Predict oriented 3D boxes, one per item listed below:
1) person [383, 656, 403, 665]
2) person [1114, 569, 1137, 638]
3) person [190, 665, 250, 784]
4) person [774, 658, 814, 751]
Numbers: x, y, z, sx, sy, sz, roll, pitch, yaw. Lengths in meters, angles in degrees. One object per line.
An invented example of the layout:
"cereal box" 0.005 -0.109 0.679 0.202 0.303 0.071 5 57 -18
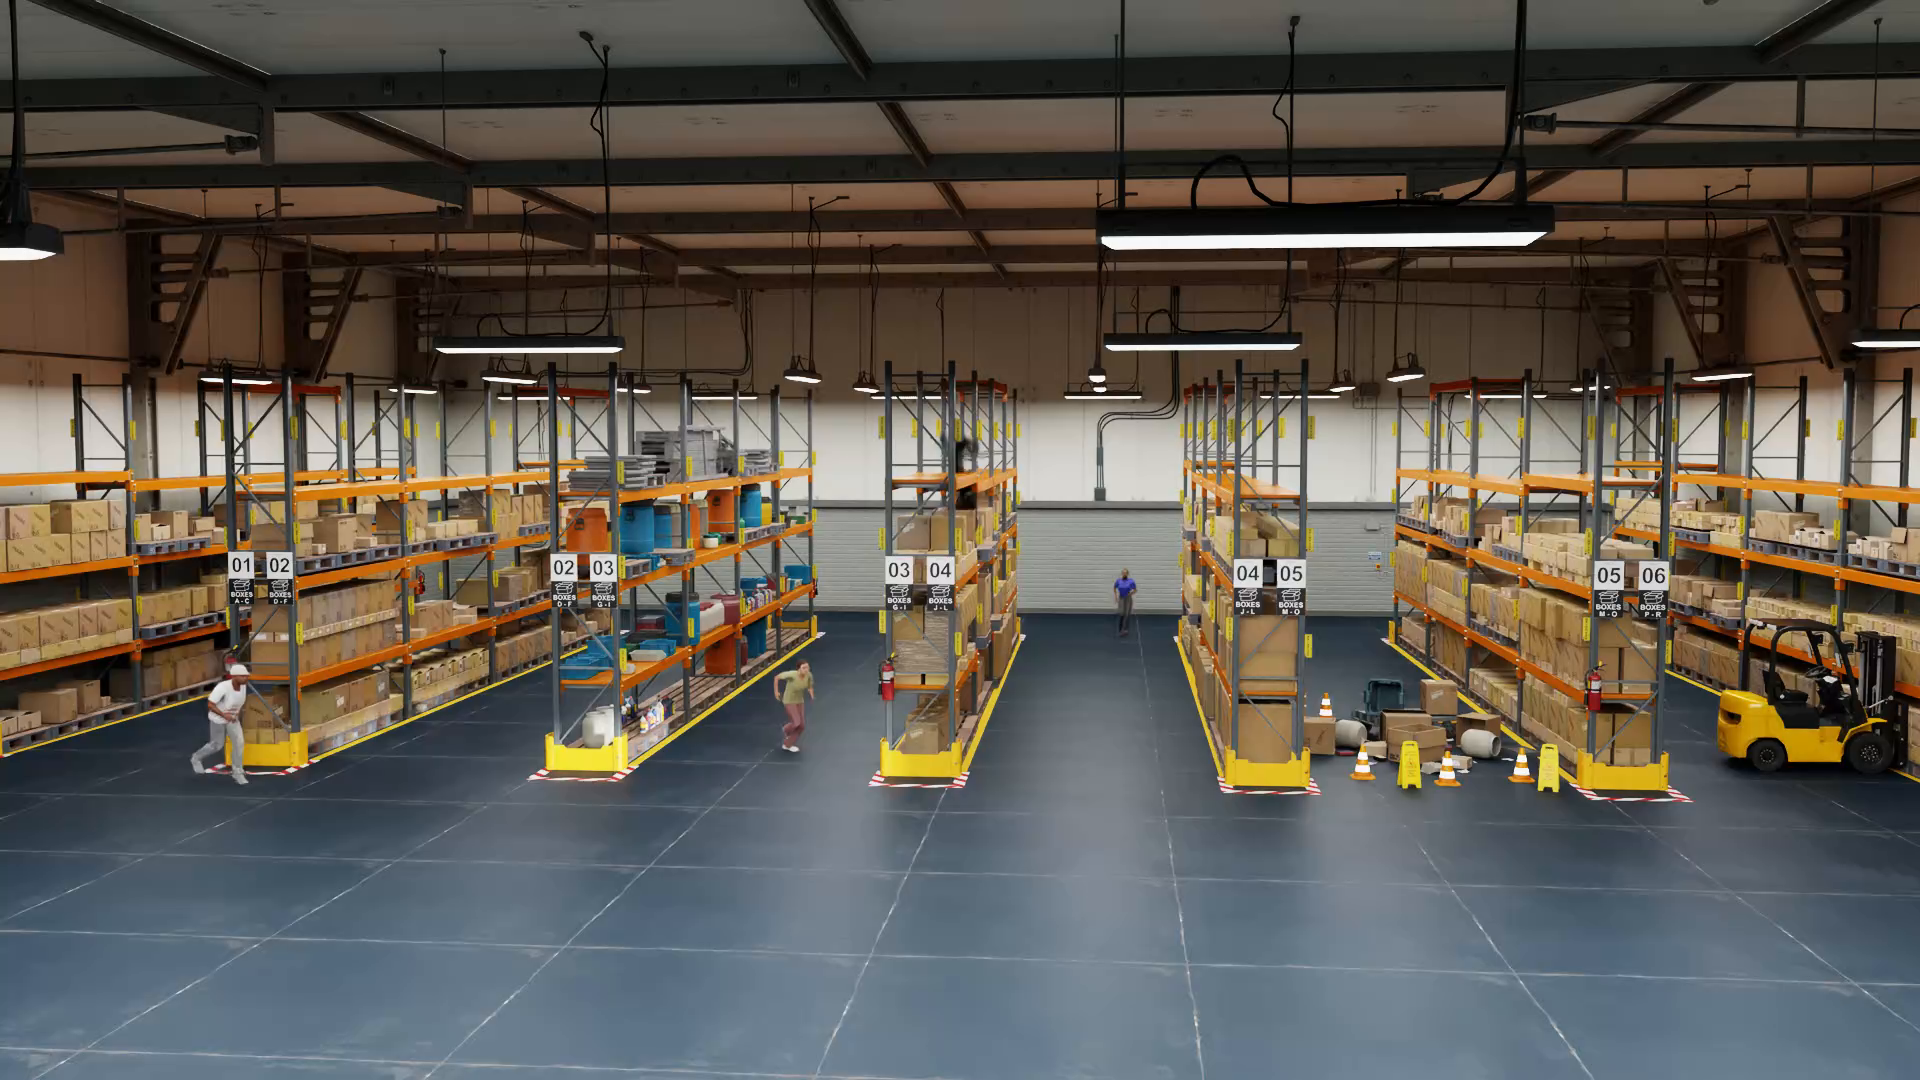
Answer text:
"person" -11.262 2.014 33.013 0.742 1.633 0.888 -1 4 -13
"person" 4.024 1.533 40.388 0.570 1.690 0.715 0 4 3
"person" -10.560 2.615 23.742 1.041 1.716 0.733 1 4 16
"person" -2.568 2.562 25.763 0.611 1.504 0.763 -2 5 -33
